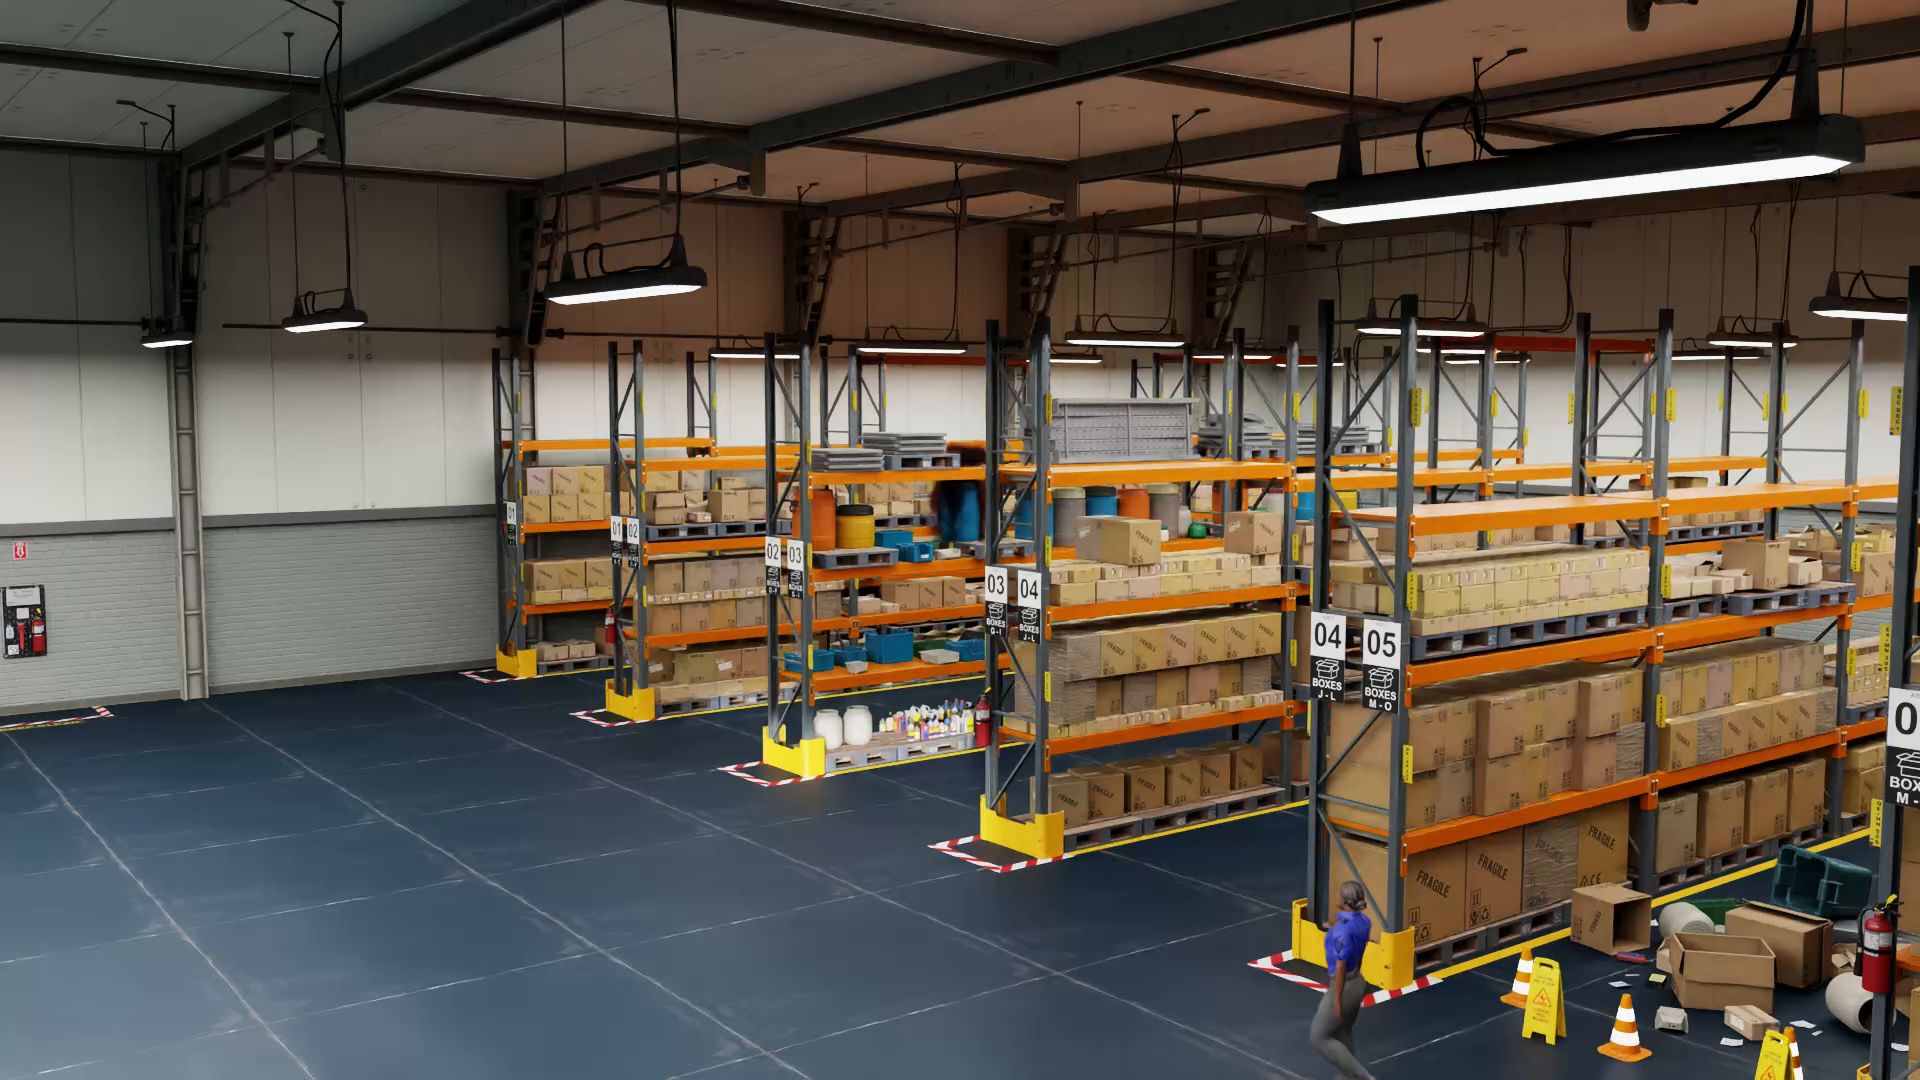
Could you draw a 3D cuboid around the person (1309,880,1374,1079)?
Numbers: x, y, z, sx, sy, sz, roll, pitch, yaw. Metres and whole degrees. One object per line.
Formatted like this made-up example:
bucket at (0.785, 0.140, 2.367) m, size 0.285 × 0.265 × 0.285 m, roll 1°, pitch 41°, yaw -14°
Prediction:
person at (2.772, 3.276, 12.038) m, size 0.438 × 1.637 × 0.475 m, roll 2°, pitch 5°, yaw 19°
